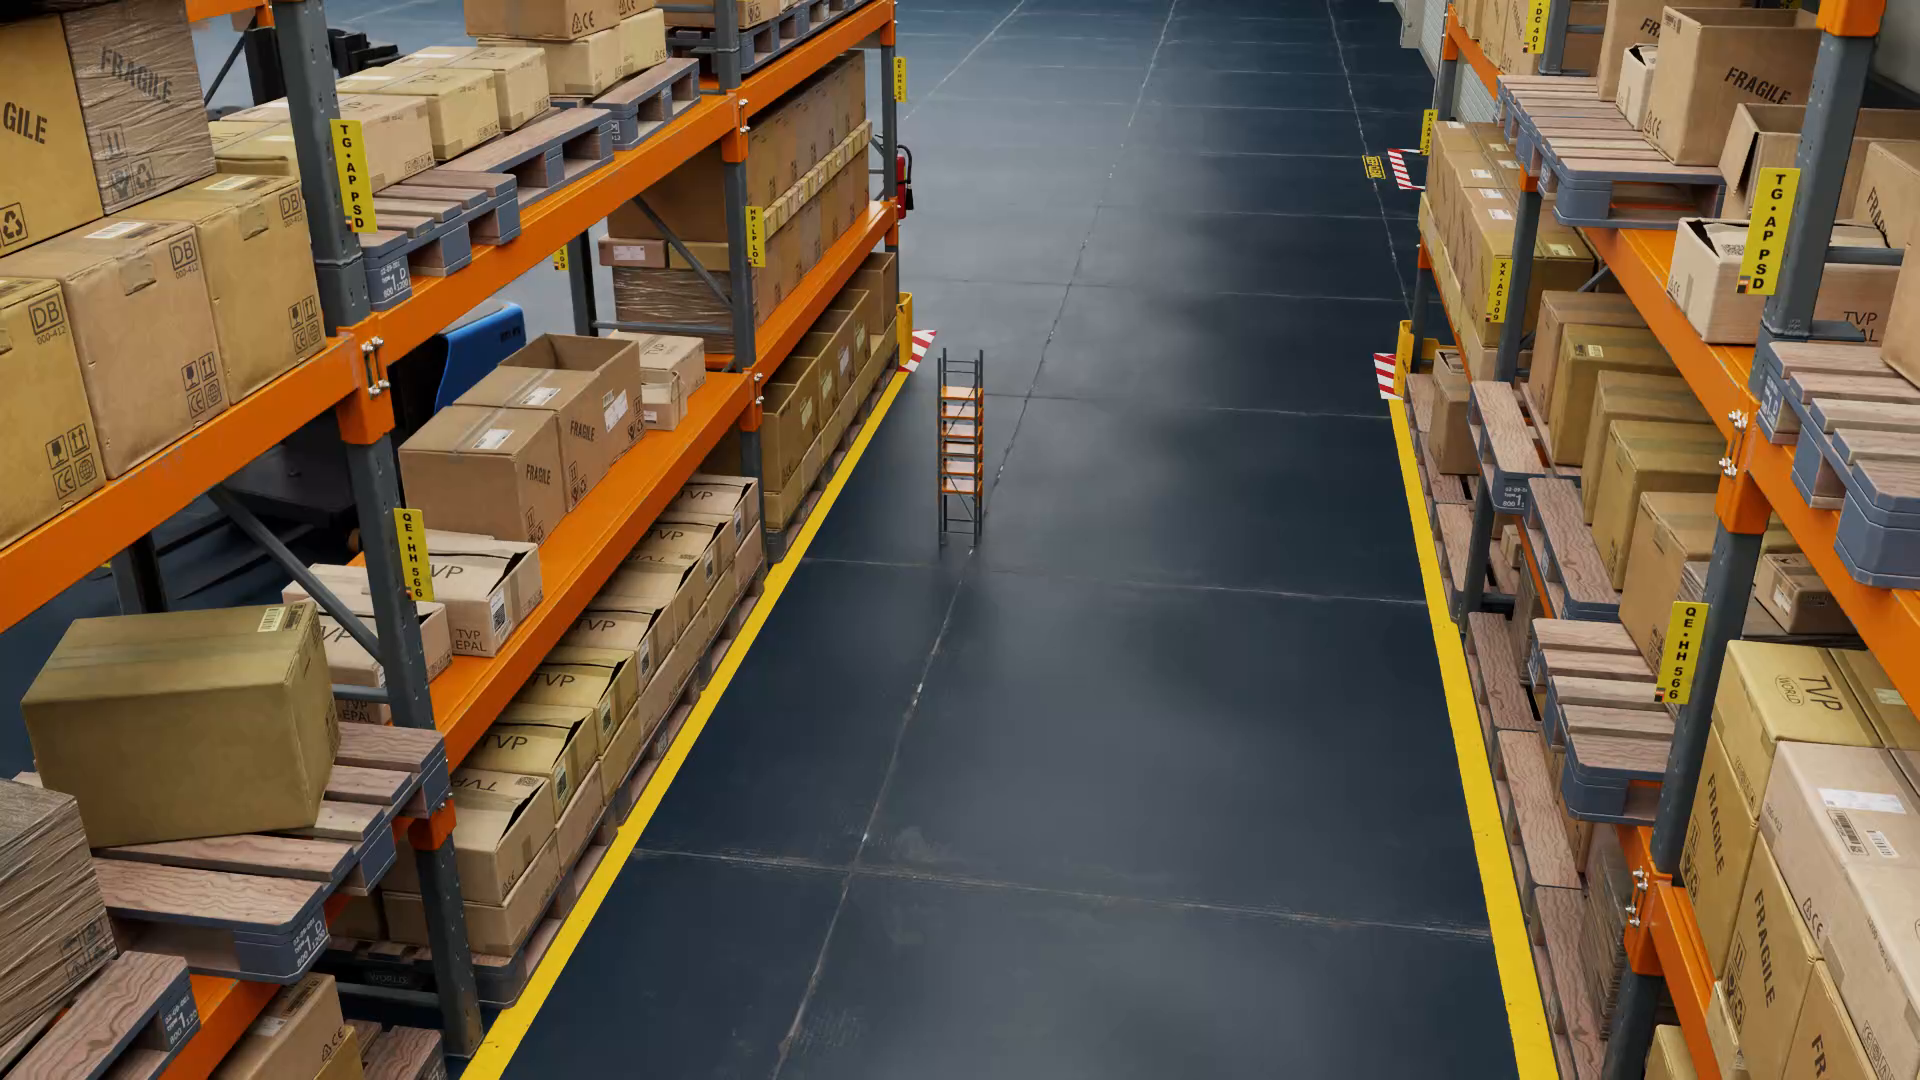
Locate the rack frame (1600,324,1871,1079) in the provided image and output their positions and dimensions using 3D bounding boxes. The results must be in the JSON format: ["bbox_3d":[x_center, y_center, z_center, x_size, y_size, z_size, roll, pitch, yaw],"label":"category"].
[{"bbox_3d":[2.598,0.846,4.903,1.000,3.000,0.127,4,25,9],"label":"rack frame"}]

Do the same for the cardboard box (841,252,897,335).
[{"bbox_3d":[-0.776,-1.881,12.593,0.500,0.500,0.500,4,25,9],"label":"cardboard box"}]

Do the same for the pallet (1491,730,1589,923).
[{"bbox_3d":[2.929,1.274,7.279,1.003,0.211,1.213,4,25,9],"label":"pallet"}]

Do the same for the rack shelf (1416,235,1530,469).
[{"bbox_3d":[3.579,-1.337,10.417,1.077,0.370,4.000,4,25,9],"label":"rack shelf"}]

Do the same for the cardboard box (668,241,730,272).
[{"bbox_3d":[-1.401,-1.606,9.260,0.380,0.149,0.250,4,25,8],"label":"cardboard box"}]

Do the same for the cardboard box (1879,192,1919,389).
[{"bbox_3d":[2.577,-0.554,3.719,0.700,0.500,0.500,2,25,4],"label":"cardboard box"}]

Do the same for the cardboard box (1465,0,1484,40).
[{"bbox_3d":[3.400,-3.350,10.189,0.500,0.500,0.500,5,26,11],"label":"cardboard box"}]

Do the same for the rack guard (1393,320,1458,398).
[{"bbox_3d":[3.893,-1.336,12.513,1.175,0.500,0.348,4,25,9],"label":"rack guard"}]

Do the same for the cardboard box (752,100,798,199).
[{"bbox_3d":[-1.406,-2.408,10.208,0.700,0.500,0.500,4,25,8],"label":"cardboard box"}]

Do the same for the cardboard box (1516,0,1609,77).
[{"bbox_3d":[3.091,-2.469,8.306,0.500,0.500,0.500,5,25,10],"label":"cardboard box"}]

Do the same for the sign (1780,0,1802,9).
[{"bbox_3d":[3.800,-2.561,7.569,0.100,0.325,0.005,4,25,9],"label":"sign"}]

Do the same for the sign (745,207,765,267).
[{"bbox_3d":[-1.099,-1.623,8.907,0.100,0.325,0.005,4,25,9],"label":"sign"}]

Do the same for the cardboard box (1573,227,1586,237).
[{"bbox_3d":[3.623,-1.505,9.197,0.500,0.500,0.500,4,25,8],"label":"cardboard box"}]

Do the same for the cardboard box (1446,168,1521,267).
[{"bbox_3d":[3.277,-1.963,10.174,0.500,0.500,0.500,5,26,10],"label":"cardboard box"}]

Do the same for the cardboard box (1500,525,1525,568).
[{"bbox_3d":[3.310,0.032,9.467,0.380,0.166,0.250,1,25,2],"label":"cardboard box"}]

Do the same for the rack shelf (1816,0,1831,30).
[{"bbox_3d":[2.925,-2.200,5.656,1.077,0.370,4.000,4,25,9],"label":"rack shelf"}]

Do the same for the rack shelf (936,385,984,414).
[{"bbox_3d":[0.002,-0.835,9.875,0.258,0.103,0.180,4,25,9],"label":"rack shelf"}]

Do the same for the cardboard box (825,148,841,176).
[{"bbox_3d":[-1.025,-2.576,11.331,0.380,0.149,0.250,5,26,10],"label":"cardboard box"}]

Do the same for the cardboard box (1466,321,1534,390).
[{"bbox_3d":[3.030,-0.987,8.973,0.500,0.250,0.500,4,25,9],"label":"cardboard box"}]

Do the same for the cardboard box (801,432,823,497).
[{"bbox_3d":[-1.174,-0.495,10.517,0.500,0.250,0.500,4,25,9],"label":"cardboard box"}]

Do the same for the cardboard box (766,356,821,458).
[{"bbox_3d":[-1.177,-0.835,10.358,0.500,0.500,0.500,4,25,9],"label":"cardboard box"}]

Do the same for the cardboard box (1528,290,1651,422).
[{"bbox_3d":[3.135,-0.860,7.913,0.700,0.500,0.500,4,25,9],"label":"cardboard box"}]

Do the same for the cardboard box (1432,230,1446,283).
[{"bbox_3d":[3.353,-1.828,10.770,0.500,0.250,0.500,4,25,8],"label":"cardboard box"}]

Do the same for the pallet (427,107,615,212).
[{"bbox_3d":[-2.087,-1.526,6.657,1.003,0.211,1.213,5,26,11],"label":"pallet"}]

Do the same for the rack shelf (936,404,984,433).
[{"bbox_3d":[0.002,-0.727,9.926,0.258,0.103,0.180,4,25,9],"label":"rack shelf"}]

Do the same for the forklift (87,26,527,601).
[{"bbox_3d":[-3.955,-1.444,9.878,1.130,2.935,3.031,11,27,21],"label":"forklift"}]

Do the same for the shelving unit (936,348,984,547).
[{"bbox_3d":[0.002,-0.549,10.009,0.258,1.200,0.189,4,25,9],"label":"shelving unit"}]

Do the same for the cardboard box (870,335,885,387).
[{"bbox_3d":[-0.848,-1.331,12.304,0.500,0.250,0.500,4,25,9],"label":"cardboard box"}]

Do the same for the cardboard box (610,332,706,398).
[{"bbox_3d":[-1.673,-0.891,8.793,0.500,0.250,0.500,6,26,12],"label":"cardboard box"}]

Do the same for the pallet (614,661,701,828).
[{"bbox_3d":[-1.915,0.917,8.041,1.003,0.211,1.213,4,25,9],"label":"pallet"}]

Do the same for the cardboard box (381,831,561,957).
[{"bbox_3d":[-1.914,1.361,6.552,0.500,0.250,0.500,4,25,8],"label":"cardboard box"}]

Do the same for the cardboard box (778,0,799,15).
[{"bbox_3d":[-1.205,-3.158,9.365,0.500,0.311,0.500,3,25,6],"label":"cardboard box"}]

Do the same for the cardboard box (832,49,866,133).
[{"bbox_3d":[-1.080,-3.257,12.023,0.700,0.500,0.500,4,25,9],"label":"cardboard box"}]

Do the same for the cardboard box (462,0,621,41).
[{"bbox_3d":[-1.846,-2.494,7.298,0.500,0.500,0.500,6,26,14],"label":"cardboard box"}]

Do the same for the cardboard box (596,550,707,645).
[{"bbox_3d":[-1.582,0.249,8.267,0.500,0.311,0.500,4,25,8],"label":"cardboard box"}]

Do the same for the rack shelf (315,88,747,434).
[{"bbox_3d":[-1.963,-1.364,6.937,1.077,0.370,4.000,4,25,9],"label":"rack shelf"}]

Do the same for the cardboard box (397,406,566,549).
[{"bbox_3d":[-2.031,-0.243,7.114,0.500,0.500,0.500,3,25,6],"label":"cardboard box"}]

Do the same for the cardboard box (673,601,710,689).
[{"bbox_3d":[-1.585,0.506,8.379,0.500,0.250,0.500,5,25,10],"label":"cardboard box"}]

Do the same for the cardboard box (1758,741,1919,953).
[{"bbox_3d":[2.182,0.715,3.808,0.500,0.250,0.500,4,25,8],"label":"cardboard box"}]

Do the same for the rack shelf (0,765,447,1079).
[{"bbox_3d":[-2.616,1.667,3.999,1.077,0.370,4.000,4,25,9],"label":"rack shelf"}]

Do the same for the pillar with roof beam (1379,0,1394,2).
[{"bbox_3d":[4.320,-15.200,32.108,9.100,9.000,0.400,4,25,9],"label":"pillar with roof beam"}]

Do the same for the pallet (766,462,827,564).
[{"bbox_3d":[-1.465,-0.235,10.503,1.003,0.211,1.213,4,25,9],"label":"pallet"}]

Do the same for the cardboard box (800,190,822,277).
[{"bbox_3d":[-1.321,-2.044,10.961,0.700,0.500,0.500,5,26,10],"label":"cardboard box"}]

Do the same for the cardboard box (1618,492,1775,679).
[{"bbox_3d":[2.730,0.169,5.714,0.700,0.500,0.500,2,25,4],"label":"cardboard box"}]

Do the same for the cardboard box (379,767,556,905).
[{"bbox_3d":[-1.914,1.107,6.433,0.500,0.311,0.500,5,26,10],"label":"cardboard box"}]

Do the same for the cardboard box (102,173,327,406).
[{"bbox_3d":[-2.328,-0.714,4.581,0.910,0.500,0.500,4,25,9],"label":"cardboard box"}]

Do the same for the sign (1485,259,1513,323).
[{"bbox_3d":[2.715,-1.253,8.367,0.100,0.325,0.005,4,25,9],"label":"sign"}]

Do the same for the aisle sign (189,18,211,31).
[{"bbox_3d":[-6.146,-4.414,13.074,0.394,0.787,0.004,4,25,9],"label":"aisle sign"}]

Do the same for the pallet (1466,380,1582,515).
[{"bbox_3d":[2.983,-0.430,7.857,1.003,0.211,1.213,4,25,9],"label":"pallet"}]

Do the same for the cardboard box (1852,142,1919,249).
[{"bbox_3d":[2.943,-0.852,4.851,0.500,0.500,0.500,4,25,9],"label":"cardboard box"}]

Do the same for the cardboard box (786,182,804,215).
[{"bbox_3d":[-1.194,-2.145,10.412,0.380,0.149,0.250,3,25,7],"label":"cardboard box"}]

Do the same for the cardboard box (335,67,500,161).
[{"bbox_3d":[-2.098,-1.629,6.334,0.500,0.250,0.500,4,25,7],"label":"cardboard box"}]

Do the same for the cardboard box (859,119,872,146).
[{"bbox_3d":[-0.857,-3.007,12.253,0.380,0.149,0.250,4,25,8],"label":"cardboard box"}]

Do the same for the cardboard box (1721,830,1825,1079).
[{"bbox_3d":[2.171,1.061,3.952,0.500,0.500,0.500,5,26,10],"label":"cardboard box"}]

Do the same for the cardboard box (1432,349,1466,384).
[{"bbox_3d":[3.704,-1.198,11.923,0.500,0.311,0.500,1,25,3],"label":"cardboard box"}]

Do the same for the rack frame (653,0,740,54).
[{"bbox_3d":[-1.636,-3.885,7.935,1.000,3.000,0.127,4,25,9],"label":"rack frame"}]

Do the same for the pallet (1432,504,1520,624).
[{"bbox_3d":[3.327,0.153,9.674,1.003,0.211,1.213,4,25,9],"label":"pallet"}]

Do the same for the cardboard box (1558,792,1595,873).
[{"bbox_3d":[2.917,1.057,6.882,0.700,0.500,0.500,4,25,8],"label":"cardboard box"}]
